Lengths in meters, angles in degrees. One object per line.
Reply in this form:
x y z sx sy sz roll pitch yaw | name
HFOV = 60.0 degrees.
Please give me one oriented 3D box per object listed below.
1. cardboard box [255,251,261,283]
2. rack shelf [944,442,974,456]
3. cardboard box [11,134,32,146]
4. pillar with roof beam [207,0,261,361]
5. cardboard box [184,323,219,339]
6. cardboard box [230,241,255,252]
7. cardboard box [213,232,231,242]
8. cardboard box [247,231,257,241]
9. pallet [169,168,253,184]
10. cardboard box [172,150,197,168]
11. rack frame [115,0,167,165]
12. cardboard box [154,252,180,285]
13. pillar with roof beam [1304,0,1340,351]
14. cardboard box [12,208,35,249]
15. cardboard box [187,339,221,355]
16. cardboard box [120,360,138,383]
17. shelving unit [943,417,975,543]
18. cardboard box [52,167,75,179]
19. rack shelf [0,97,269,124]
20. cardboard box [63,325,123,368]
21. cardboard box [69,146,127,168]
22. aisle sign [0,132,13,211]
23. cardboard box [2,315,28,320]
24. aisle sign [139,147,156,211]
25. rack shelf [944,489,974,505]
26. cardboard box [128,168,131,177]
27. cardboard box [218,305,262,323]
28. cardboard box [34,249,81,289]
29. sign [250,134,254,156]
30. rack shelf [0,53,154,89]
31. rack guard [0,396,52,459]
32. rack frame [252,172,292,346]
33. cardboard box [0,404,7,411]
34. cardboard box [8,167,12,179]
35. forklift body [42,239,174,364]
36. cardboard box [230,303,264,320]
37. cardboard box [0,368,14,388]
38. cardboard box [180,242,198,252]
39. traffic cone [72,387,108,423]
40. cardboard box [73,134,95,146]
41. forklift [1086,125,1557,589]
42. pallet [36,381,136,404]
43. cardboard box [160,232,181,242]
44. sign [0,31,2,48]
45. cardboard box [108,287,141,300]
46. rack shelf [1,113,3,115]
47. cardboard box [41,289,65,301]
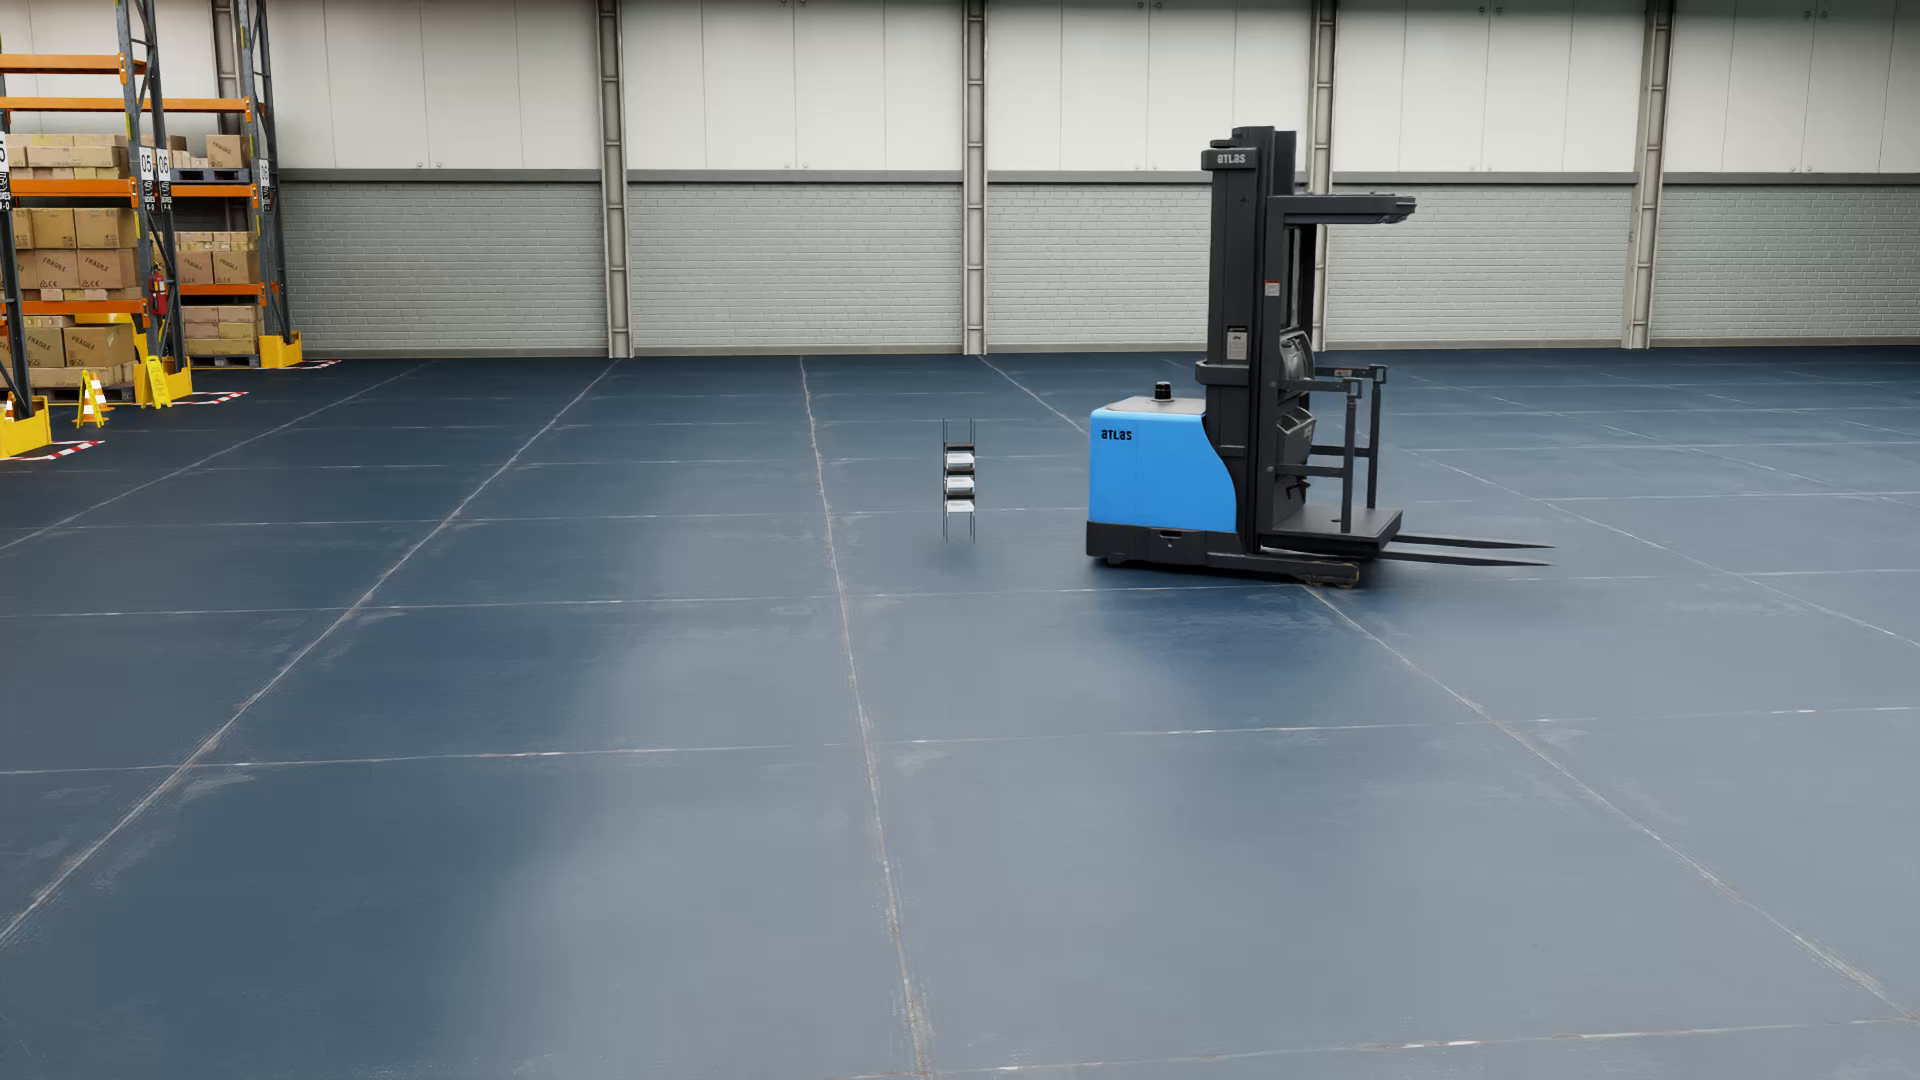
-11.415 -4.374 26.581 0.500 0.500 0.500 -1 11 -4 | cardboard box
-0.008 -0.674 12.235 0.200 0.077 0.258 -1 11 -6 | rack shelf
-11.671 -5.000 20.835 0.250 0.149 0.380 -1 11 -6 | cardboard box
-11.217 -6.558 22.400 0.400 9.000 9.100 -1 11 -6 | pillar with roof beam
-11.843 -3.306 26.150 0.500 0.250 0.500 -1 11 -7 | cardboard box
-11.207 -4.588 25.990 0.250 0.149 0.380 -1 11 -5 | cardboard box
-11.468 -4.736 25.972 0.250 0.149 0.380 -1 11 -6 | cardboard box
-11.250 -4.829 26.444 0.250 0.149 0.380 -1 11 -7 | cardboard box
-11.599 -5.701 26.042 1.213 0.211 1.003 -1 11 -6 | pallet
-11.936 -5.862 25.635 0.258 0.266 0.396 -1 11 -6 | cardboard box
-10.353 -6.274 20.952 0.127 3.000 1.000 -1 11 -6 | rack frame
-12.380 -4.251 25.954 0.500 0.500 0.500 -1 11 -7 | cardboard box
6.677 -6.933 24.307 0.400 9.000 9.100 -1 11 -6 | pillar with roof beam
-11.837 -3.924 20.928 0.500 0.500 0.700 -1 11 -7 | cardboard box
-11.821 -3.060 26.196 0.500 0.250 0.500 -1 11 -6 | cardboard box
-11.185 -2.223 21.940 0.500 0.250 0.500 -1 11 -7 | cardboard box
-0.008 -0.441 12.280 0.210 0.900 0.258 -1 11 -6 | shelving unit
-11.189 -4.607 20.902 0.250 0.149 0.380 -1 11 -4 | cardboard box
-12.881 -6.635 25.690 4.000 0.370 1.077 -1 11 -6 | rack shelf
-11.121 -2.488 21.344 0.500 0.500 0.500 -1 11 -6 | cardboard box
-10.833 -4.812 20.910 0.500 0.250 0.500 -1 11 -7 | cardboard box
-9.680 -3.717 16.762 0.004 0.787 0.394 -1 11 -6 | aisle sign
-11.991 -2.776 21.127 0.250 0.149 0.380 -1 11 -4 | cardboard box
-10.260 -4.551 21.004 0.004 0.787 0.394 -1 11 -6 | aisle sign
-0.008 -0.320 12.304 0.200 0.077 0.258 -1 11 -6 | rack shelf
-10.718 -4.734 21.547 0.250 0.149 0.380 -1 11 -6 | cardboard box
-11.317 -3.560 26.148 0.500 0.250 0.500 -1 11 -4 | cardboard box
-11.361 -3.451 21.118 0.500 0.500 0.500 -1 11 -6 | cardboard box
-10.848 -6.045 25.475 0.005 0.325 0.100 -1 11 -6 | sign
-12.341 -5.877 20.810 4.000 0.370 1.077 -1 11 -6 | rack shelf
-9.694 -1.157 16.957 0.348 0.500 1.175 -1 11 -6 | rack guard
-10.893 -4.282 26.372 0.127 3.000 1.000 -1 11 -6 | rack frame
-11.437 -1.517 19.697 0.250 0.149 0.380 5 12 23 | cardboard box
-11.954 -4.596 20.847 0.250 0.149 0.380 -2 11 -8 | cardboard box
-12.581 -3.476 24.474 1.214 2.155 2.313 -1 11 -6 | forklift body
-11.391 -3.656 26.634 0.500 0.250 0.500 -1 11 -7 | cardboard box
-12.163 -2.097 21.299 0.500 0.250 0.500 -2 11 -8 | cardboard box
-11.970 -4.581 25.951 0.250 0.149 0.380 -1 11 -6 | cardboard box
-10.183 -1.623 19.425 0.334 0.463 0.336 -1 11 -6 | traffic cone
-10.918 -5.008 20.875 0.250 0.149 0.380 -1 11 -5 | cardboard box
2.438 -1.239 11.074 3.031 2.935 1.130 5 12 22 | forklift
-11.240 -1.950 21.740 1.213 0.211 1.003 -1 11 -6 | pallet
-12.228 -4.708 25.828 0.250 0.149 0.380 -1 11 -5 | cardboard box
-14.905 -7.785 25.808 0.005 0.325 0.100 -1 11 -6 | sign
-10.702 -3.158 21.307 0.250 0.149 0.380 -1 11 -4 | cardboard box
-16.858 -6.551 25.266 4.000 0.370 1.077 -1 11 -6 | rack shelf
-11.451 -3.119 21.109 0.250 0.149 0.380 -1 11 -5 | cardboard box
